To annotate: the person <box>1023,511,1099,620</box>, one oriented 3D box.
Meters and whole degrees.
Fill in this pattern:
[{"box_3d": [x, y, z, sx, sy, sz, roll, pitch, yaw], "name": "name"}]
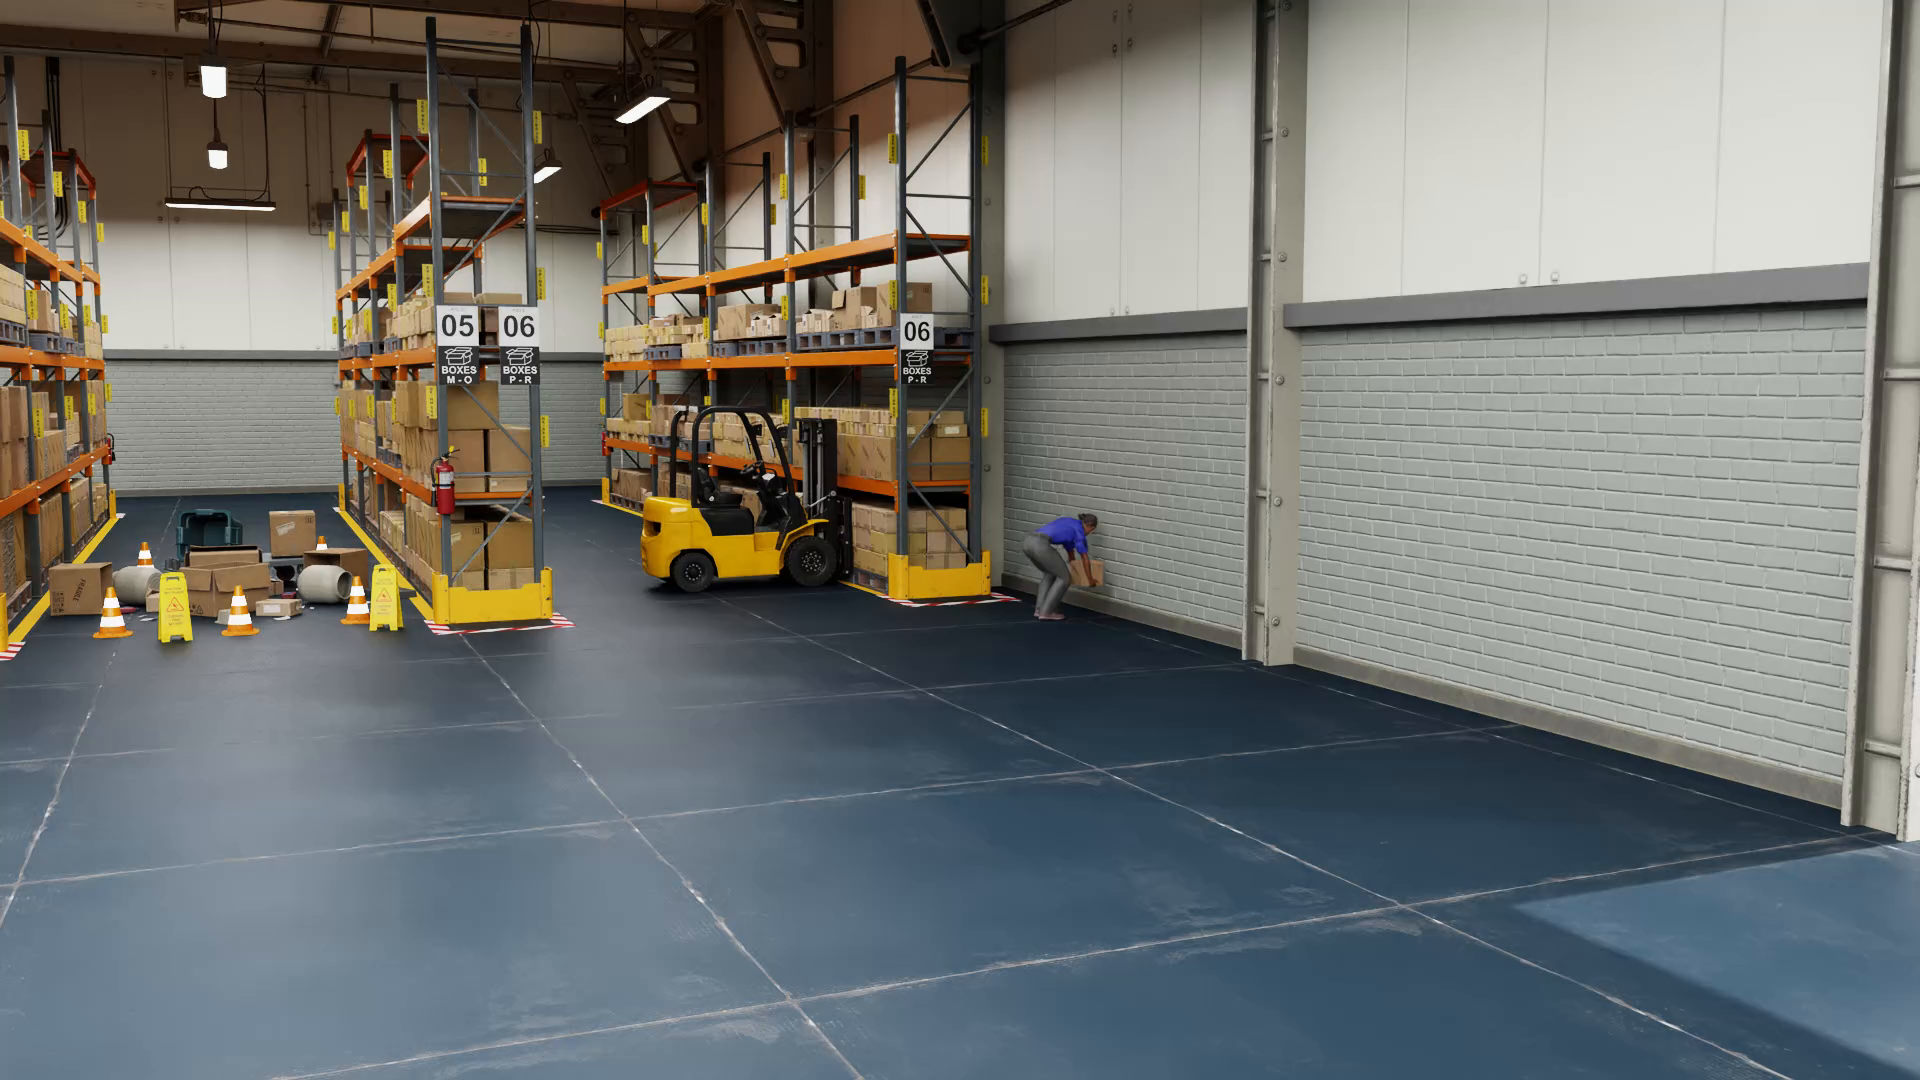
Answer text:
[{"box_3d": [1.059, 0.260, 17.245, 0.850, 1.105, 0.436, -3, 6, -26], "name": "person"}]
